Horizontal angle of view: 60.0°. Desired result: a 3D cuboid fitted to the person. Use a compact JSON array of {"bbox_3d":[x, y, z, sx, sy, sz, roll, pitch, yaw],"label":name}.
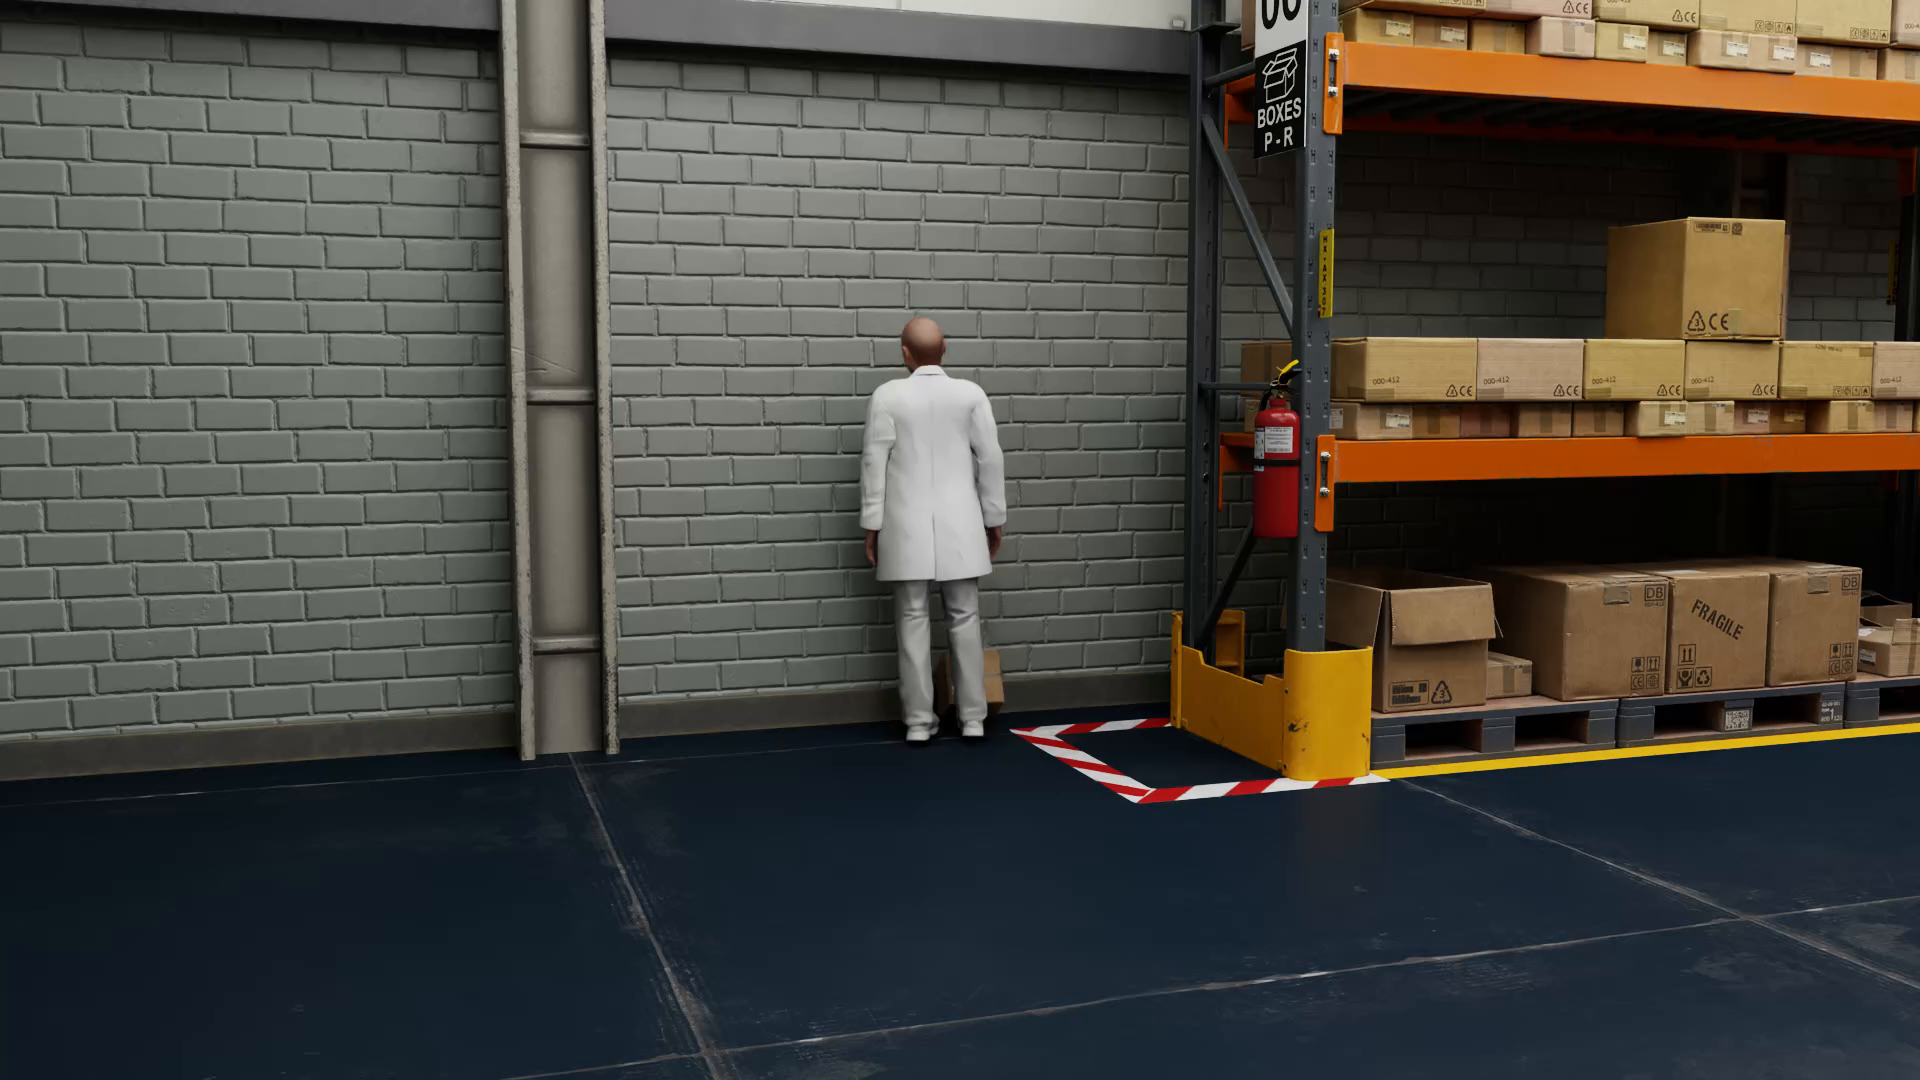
[{"bbox_3d":[-0.113,-0.047,7.074,0.635,1.787,0.420,-1,6,-6],"label":"person"}]
